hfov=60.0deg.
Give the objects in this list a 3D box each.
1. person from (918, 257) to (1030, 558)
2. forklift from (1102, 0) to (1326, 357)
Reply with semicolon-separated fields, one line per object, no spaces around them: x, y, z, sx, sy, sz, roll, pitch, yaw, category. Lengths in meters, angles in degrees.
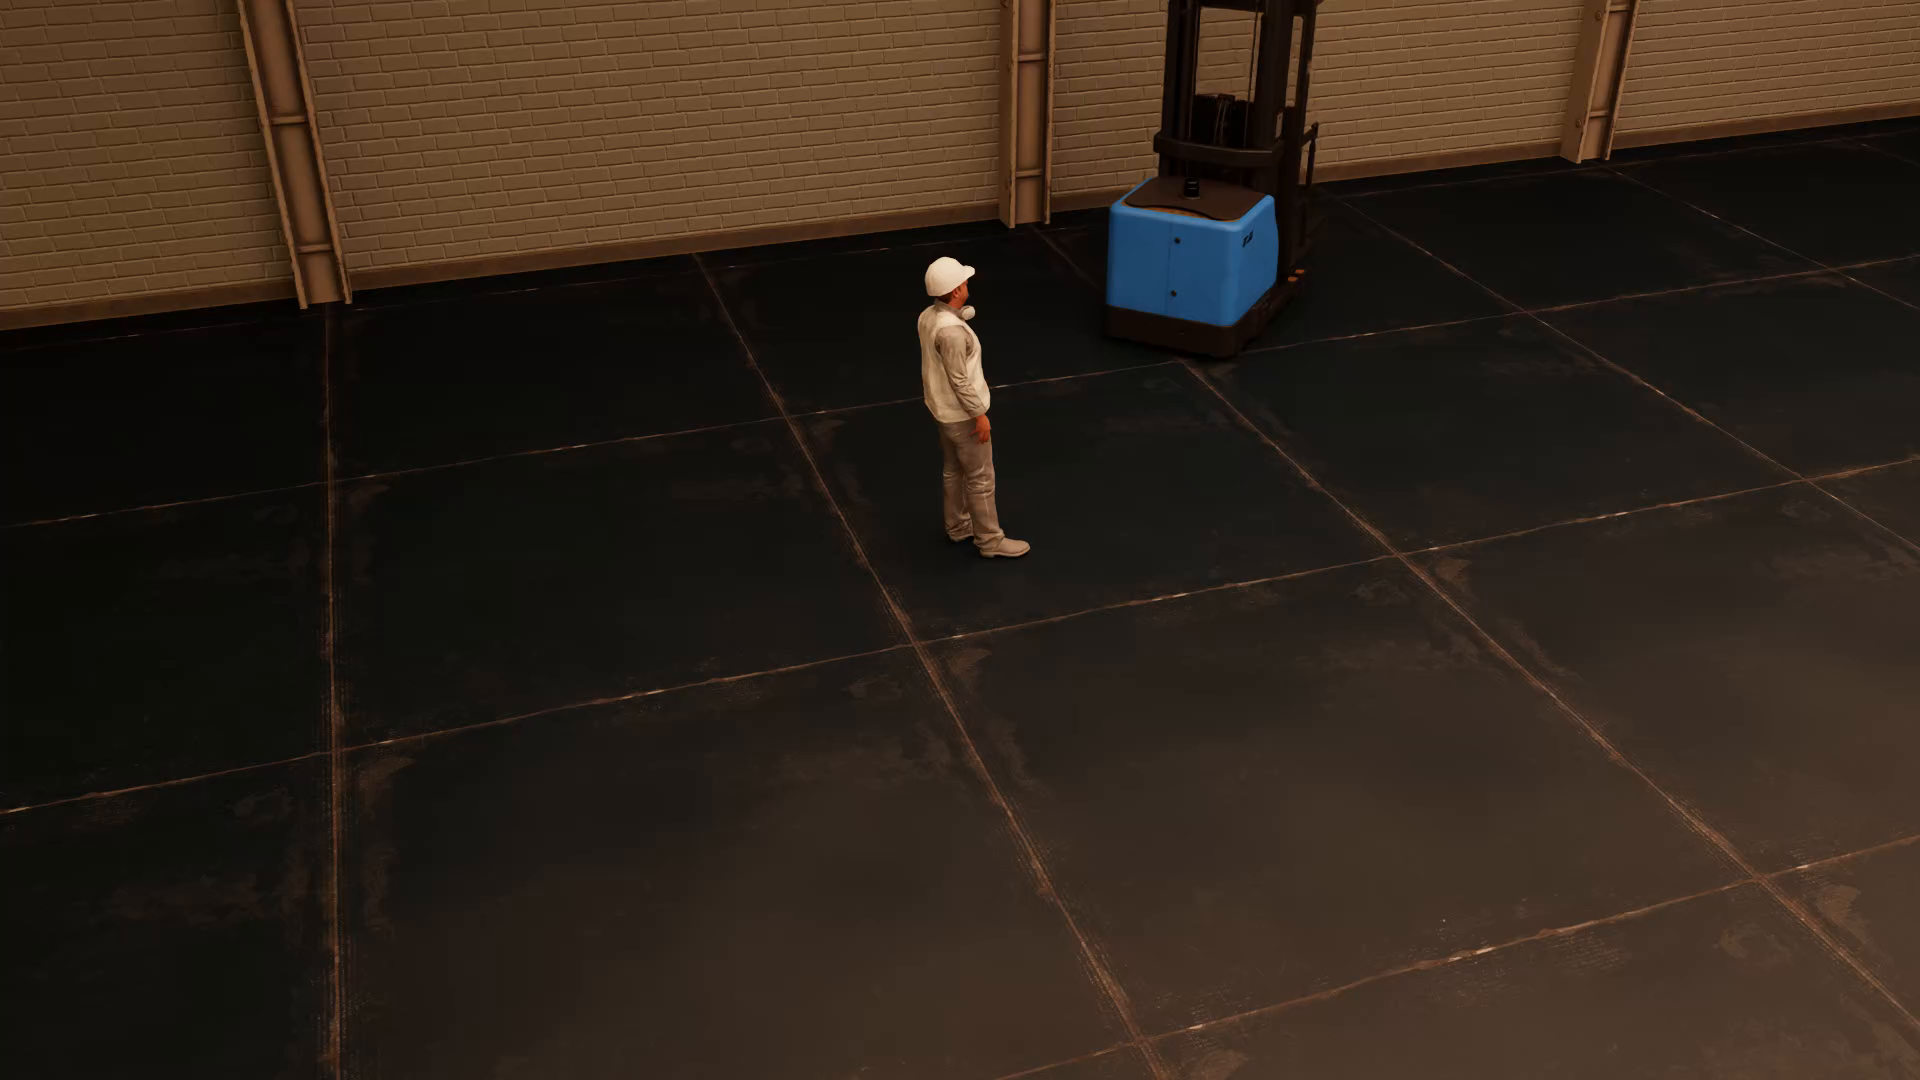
0.061;-0.781;9.590;0.568;1.773;0.632;-10;31;-16;person
2.200;-3.323;12.862;1.130;2.935;3.031;14;33;23;forklift
